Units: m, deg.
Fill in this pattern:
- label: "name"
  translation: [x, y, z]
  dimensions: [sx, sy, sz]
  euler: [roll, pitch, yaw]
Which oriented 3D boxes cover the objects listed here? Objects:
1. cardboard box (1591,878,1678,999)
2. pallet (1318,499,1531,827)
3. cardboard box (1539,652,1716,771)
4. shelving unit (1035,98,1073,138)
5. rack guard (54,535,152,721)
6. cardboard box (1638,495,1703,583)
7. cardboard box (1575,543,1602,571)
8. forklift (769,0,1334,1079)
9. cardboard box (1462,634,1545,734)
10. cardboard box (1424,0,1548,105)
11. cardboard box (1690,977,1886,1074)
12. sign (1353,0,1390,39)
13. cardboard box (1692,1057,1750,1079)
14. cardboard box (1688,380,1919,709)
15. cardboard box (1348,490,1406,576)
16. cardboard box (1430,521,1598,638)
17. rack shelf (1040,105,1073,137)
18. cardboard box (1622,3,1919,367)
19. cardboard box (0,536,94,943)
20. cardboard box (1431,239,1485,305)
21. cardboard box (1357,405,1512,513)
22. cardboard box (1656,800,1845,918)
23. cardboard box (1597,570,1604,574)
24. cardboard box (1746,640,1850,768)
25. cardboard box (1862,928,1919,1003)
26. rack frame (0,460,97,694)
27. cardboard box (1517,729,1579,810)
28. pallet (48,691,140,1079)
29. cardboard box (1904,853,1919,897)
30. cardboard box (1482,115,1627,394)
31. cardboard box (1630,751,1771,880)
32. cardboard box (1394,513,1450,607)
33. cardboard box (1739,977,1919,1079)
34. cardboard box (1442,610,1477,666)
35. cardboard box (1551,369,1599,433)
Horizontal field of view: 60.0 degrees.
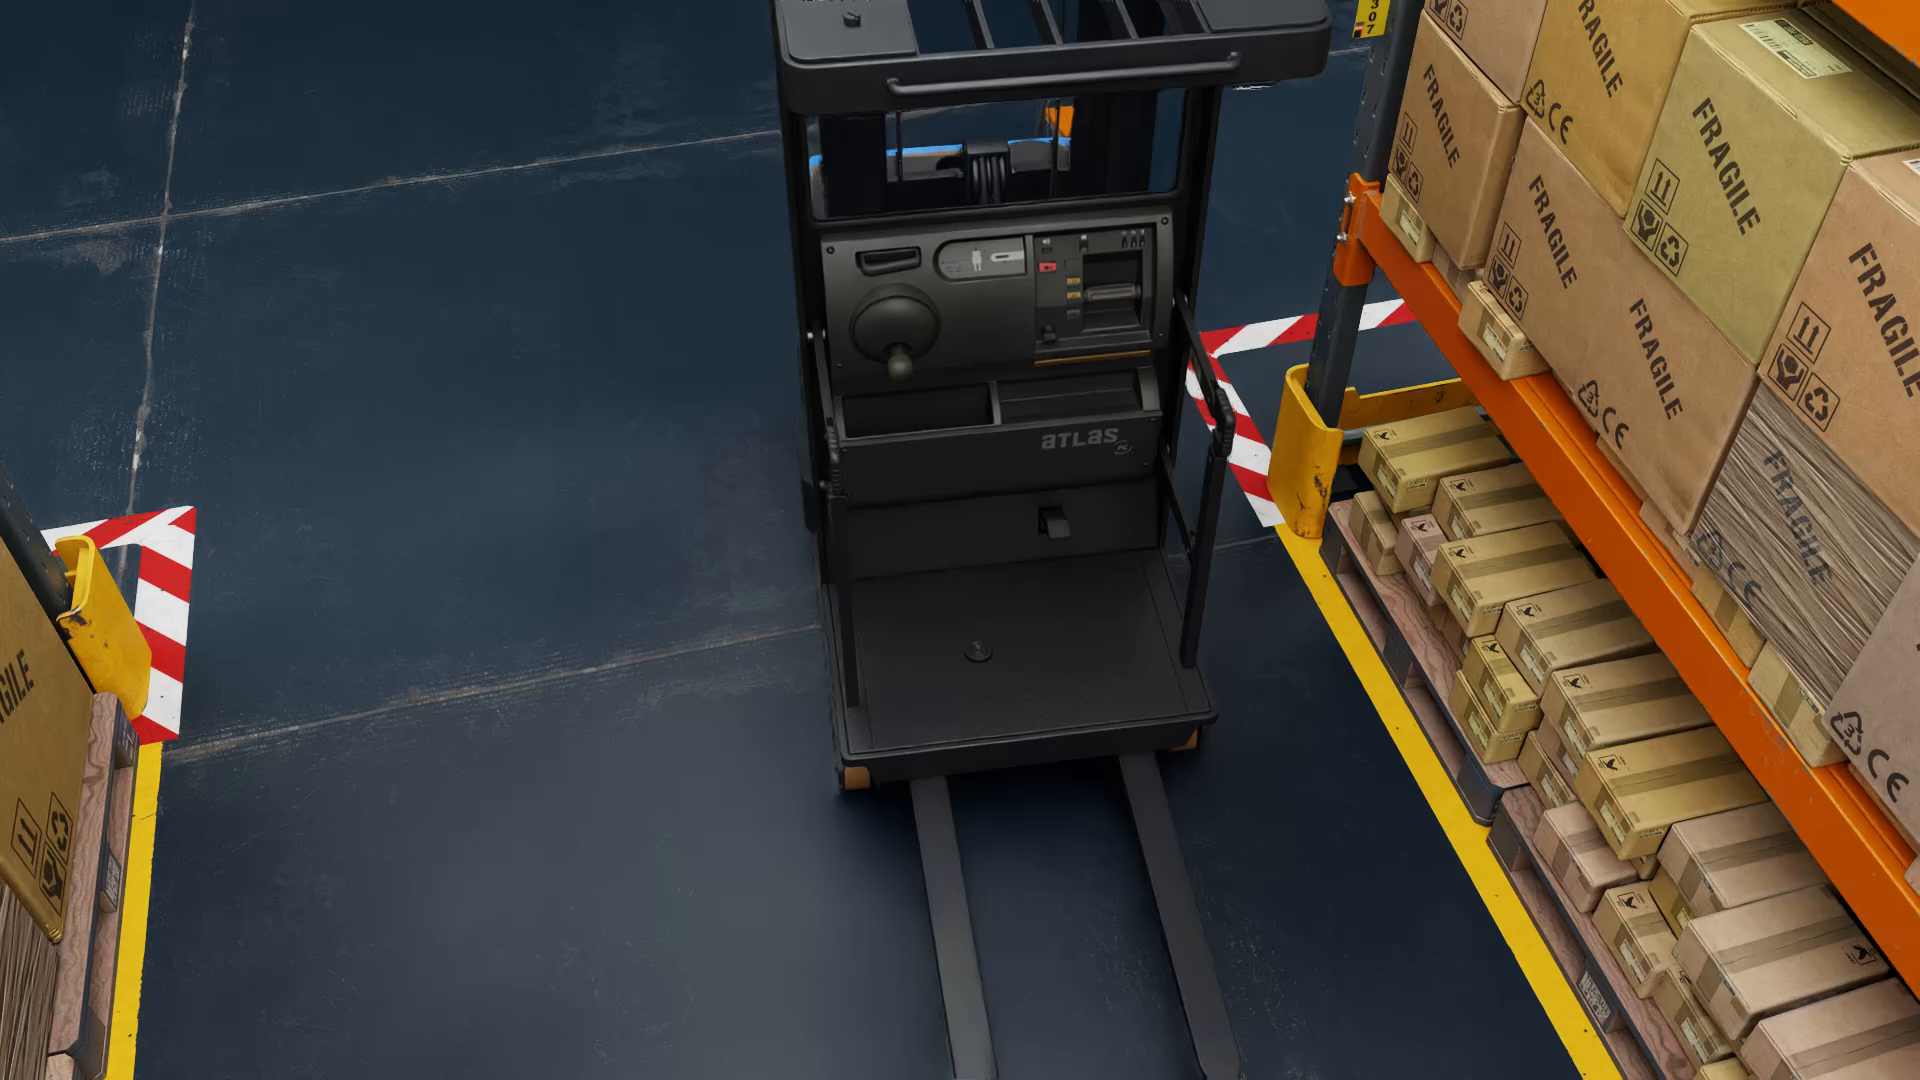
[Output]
- label: "cardboard box"
  translation: [1.903, 1.017, 4.356]
  dimensions: [0.380, 0.149, 0.250]
  euler: [-11, 47, -10]
- label: "pallet"
  translation: [1.863, 0.276, 5.332]
  dimensions: [1.003, 0.211, 1.213]
  euler: [-11, 47, -10]
- label: "cardboard box"
  translation: [1.808, 0.461, 4.483]
  dimensions: [0.380, 0.149, 0.250]
  euler: [-9, 46, -9]
- label: "shelving unit"
  translation: [0.363, -1.200, 6.075]
  dimensions: [0.189, 1.200, 0.258]
  euler: [-9, 46, -22]
- label: "rack guard"
  translation: [-3.157, 0.375, 5.032]
  dimensions: [1.175, 0.500, 0.348]
  euler: [-11, 47, -10]
- label: "cardboard box"
  translation: [1.838, -0.064, 3.888]
  dimensions: [0.380, 0.149, 0.250]
  euler: [-12, 47, -11]
- label: "cardboard box"
  translation: [2.095, -0.071, 5.213]
  dimensions: [0.380, 0.149, 0.250]
  euler: [-12, 47, -11]
- label: "forklift"
  translation: [0.139, -0.552, 4.239]
  dimensions: [1.130, 2.935, 3.031]
  euler: [-6, 46, -6]
- label: "cardboard box"
  translation: [1.680, 0.385, 4.767]
  dimensions: [0.380, 0.149, 0.250]
  euler: [-9, 46, -9]
- label: "cardboard box"
  translation: [1.528, -1.451, 4.093]
  dimensions: [0.500, 0.500, 0.500]
  euler: [-11, 47, -11]
- label: "cardboard box"
  translation: [2.036, 1.111, 4.055]
  dimensions: [0.380, 0.149, 0.250]
  euler: [-13, 47, -12]
- label: "sign"
  translation: [1.145, -1.524, 4.537]
  dimensions: [0.100, 0.325, 0.005]
  euler: [-11, 47, -10]
- label: "cardboard box"
  translation: [1.999, 1.369, 4.010]
  dimensions: [0.380, 0.149, 0.250]
  euler: [-11, 47, -10]
- label: "cardboard box"
  translation: [1.929, -0.042, 3.413]
  dimensions: [0.500, 0.500, 0.500]
  euler: [-12, 47, -11]
- label: "cardboard box"
  translation: [1.494, -0.049, 5.400]
  dimensions: [0.380, 0.149, 0.250]
  euler: [-10, 46, -10]
- label: "cardboard box"
  translation: [1.603, 0.112, 4.825]
  dimensions: [0.380, 0.149, 0.250]
  euler: [-11, 47, -10]
- label: "rack shelf"
  translation: [0.410, -1.432, 5.866]
  dimensions: [0.180, 0.103, 0.258]
  euler: [-9, 46, -22]
- label: "cardboard box"
  translation: [1.775, -0.740, 3.397]
  dimensions: [0.500, 0.500, 0.500]
  euler: [-12, 47, -11]
- label: "cardboard box"
  translation: [-2.910, 0.541, 4.313]
  dimensions: [0.875, 0.875, 0.875]
  euler: [-11, 47, -10]
- label: "cardboard box"
  translation: [1.541, -0.780, 4.590]
  dimensions: [0.380, 0.149, 0.250]
  euler: [-9, 46, -9]
- label: "cardboard box"
  translation: [1.475, -0.254, 5.184]
  dimensions: [0.380, 0.149, 0.250]
  euler: [-13, 47, -12]
- label: "cardboard box"
  translation: [1.988, 0.808, 4.144]
  dimensions: [0.380, 0.149, 0.250]
  euler: [-11, 47, -10]
- label: "cardboard box"
  translation: [2.169, 0.015, 5.337]
  dimensions: [0.380, 0.149, 0.250]
  euler: [-9, 46, -9]
- label: "cardboard box"
  translation: [1.924, 0.309, 3.523]
  dimensions: [0.380, 0.149, 0.250]
  euler: [-10, 46, -10]
- label: "cardboard box"
  translation: [2.539, 1.094, 4.280]
  dimensions: [0.380, 0.149, 0.250]
  euler: [-12, 47, -11]
- label: "rack frame"
  translation: [-3.151, -0.483, 4.123]
  dimensions: [1.000, 3.000, 0.127]
  euler: [-11, 47, -10]
- label: "cardboard box"
  translation: [1.827, 0.642, 4.722]
  dimensions: [0.380, 0.149, 0.250]
  euler: [-11, 47, -10]
- label: "pallet"
  translation: [-2.871, 1.031, 4.592]
  dimensions: [1.003, 0.211, 1.213]
  euler: [-11, 47, -10]
- label: "cardboard box"
  translation: [2.071, 0.657, 3.182]
  dimensions: [0.380, 0.149, 0.250]
  euler: [-13, 47, -12]
- label: "cardboard box"
  translation: [1.679, -0.734, 4.091]
  dimensions: [0.500, 0.500, 0.500]
  euler: [-11, 47, -10]
- label: "cardboard box"
  translation: [1.949, 0.730, 4.428]
  dimensions: [0.380, 0.149, 0.250]
  euler: [-9, 46, -8]
- label: "cardboard box"
  translation: [1.571, 0.035, 5.109]
  dimensions: [0.380, 0.149, 0.250]
  euler: [-11, 47, -11]
- label: "cardboard box"
  translation: [2.027, 1.183, 3.776]
  dimensions: [0.380, 0.149, 0.250]
  euler: [-13, 47, -12]
- label: "cardboard box"
  translation: [1.710, 0.287, 5.071]
  dimensions: [0.380, 0.149, 0.250]
  euler: [-10, 46, -10]
- label: "cardboard box"
  translation: [1.757, -0.431, 4.248]
  dimensions: [0.380, 0.149, 0.250]
  euler: [-9, 46, -8]
